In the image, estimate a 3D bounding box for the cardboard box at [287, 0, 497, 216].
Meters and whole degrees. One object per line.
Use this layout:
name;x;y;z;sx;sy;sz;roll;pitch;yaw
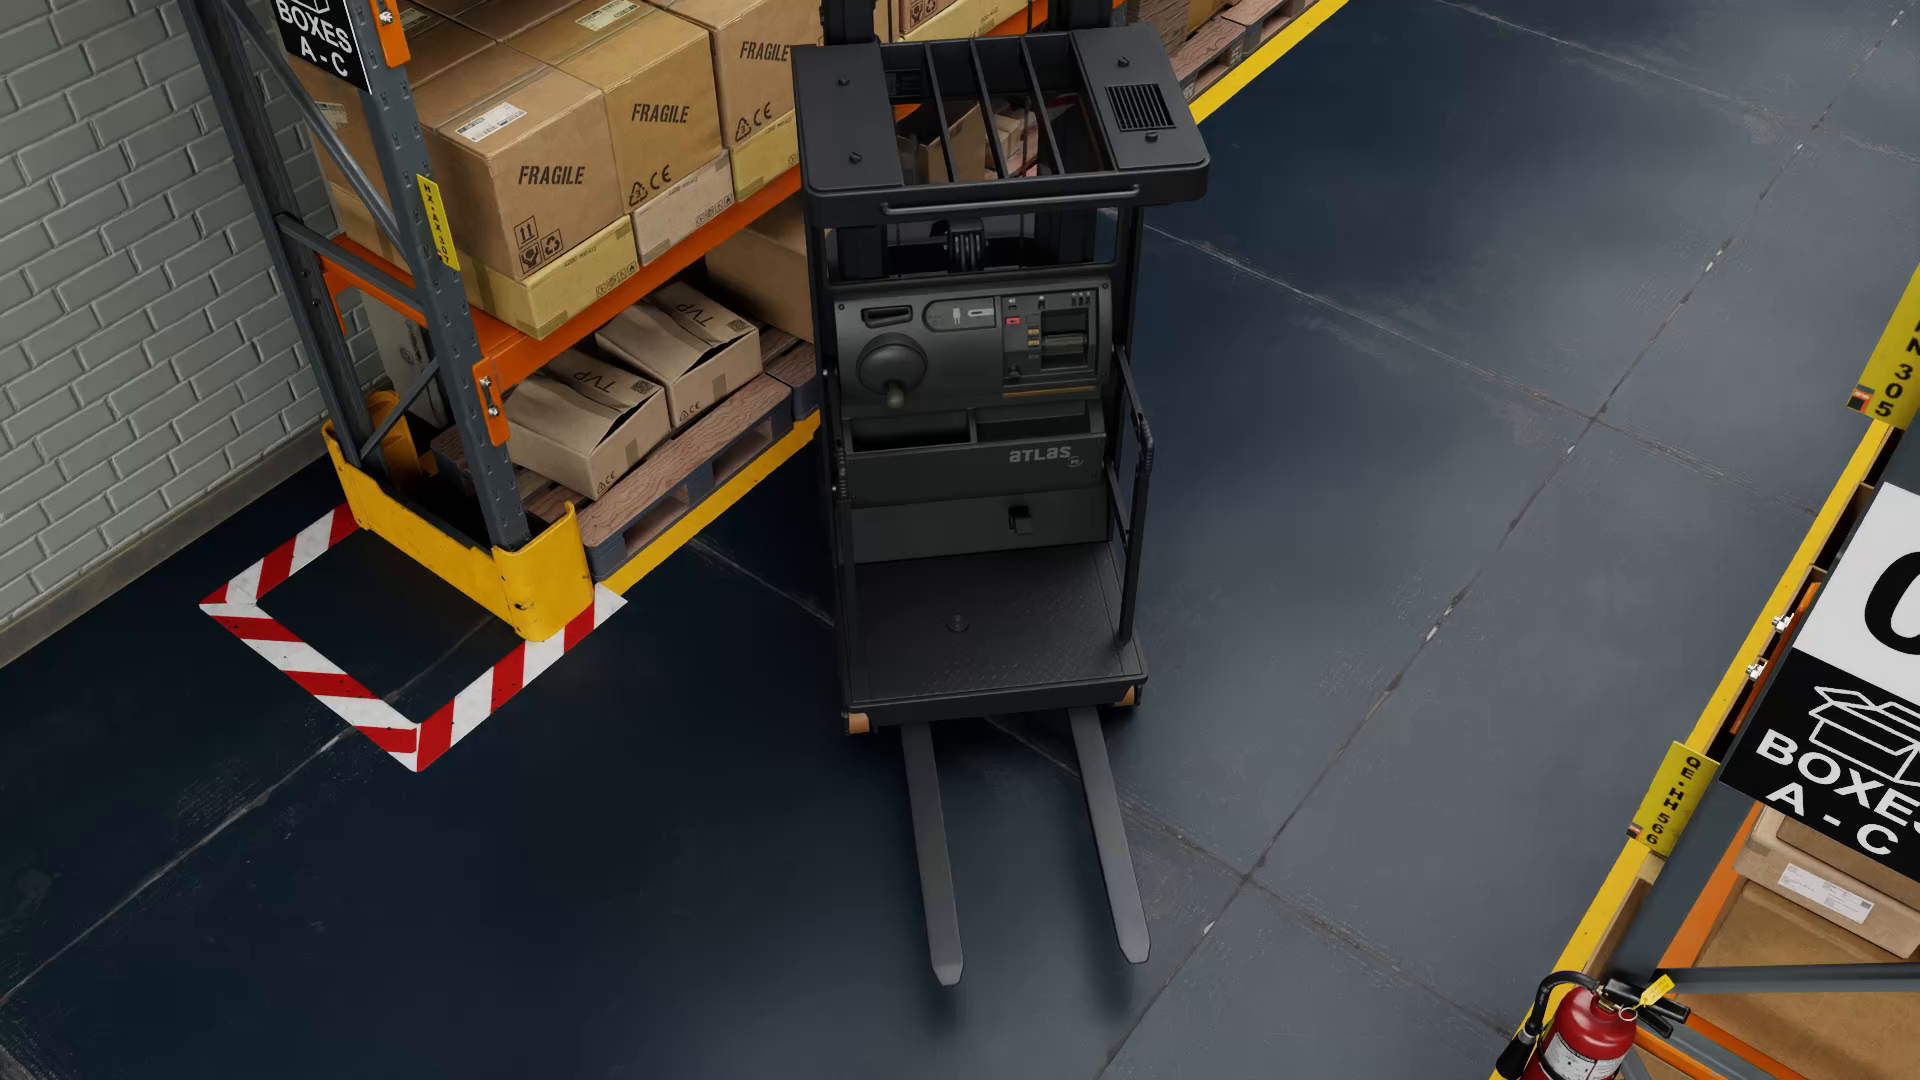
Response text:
cardboard box;-1.937;-1.506;5.850;0.500;0.500;0.500;29;53;25

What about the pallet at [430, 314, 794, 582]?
pallet;-1.486;-0.458;7.206;1.003;0.211;1.213;29;53;25

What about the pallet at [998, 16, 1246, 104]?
pallet;0.863;-2.700;9.348;1.003;0.211;1.213;29;53;25

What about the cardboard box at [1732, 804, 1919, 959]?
cardboard box;1.948;0.698;3.656;0.380;0.149;0.250;28;53;24

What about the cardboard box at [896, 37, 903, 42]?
cardboard box;-0.574;-1.903;6.748;0.500;0.250;0.500;30;53;25

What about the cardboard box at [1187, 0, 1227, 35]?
cardboard box;1.101;-3.252;9.371;0.700;0.500;0.500;28;52;24

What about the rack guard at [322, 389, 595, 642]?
rack guard;-2.011;-0.108;6.673;1.175;0.500;0.348;29;53;25

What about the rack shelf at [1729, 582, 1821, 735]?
rack shelf;3.088;-0.673;3.906;1.077;0.370;4.000;29;53;25

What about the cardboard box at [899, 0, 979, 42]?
cardboard box;-0.268;-2.191;7.023;0.500;0.250;0.500;29;53;25

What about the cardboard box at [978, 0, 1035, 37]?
cardboard box;0.027;-2.486;7.305;0.500;0.250;0.500;29;53;25

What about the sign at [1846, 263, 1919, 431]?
sign;1.444;-0.303;2.498;0.100;0.325;0.005;29;53;25

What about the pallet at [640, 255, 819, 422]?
pallet;-0.740;-1.153;7.870;1.003;0.211;1.213;29;53;25

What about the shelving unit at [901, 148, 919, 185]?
shelving unit;-0.294;-1.112;7.146;0.258;1.200;0.189;-5;47;-4

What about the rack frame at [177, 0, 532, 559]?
rack frame;-2.057;-0.928;5.727;1.000;3.000;0.127;29;53;25

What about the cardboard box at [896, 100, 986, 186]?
cardboard box;-0.215;-1.894;8.074;0.500;0.500;0.500;25;51;22

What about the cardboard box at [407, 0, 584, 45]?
cardboard box;-1.622;-1.790;6.121;0.500;0.500;0.500;30;53;25

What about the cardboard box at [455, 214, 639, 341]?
cardboard box;-1.508;-1.022;5.907;0.500;0.250;0.500;28;52;24

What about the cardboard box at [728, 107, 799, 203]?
cardboard box;-0.885;-1.615;6.473;0.500;0.250;0.500;28;53;24

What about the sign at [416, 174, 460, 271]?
sign;-1.628;-0.988;5.185;0.100;0.325;0.005;29;53;25

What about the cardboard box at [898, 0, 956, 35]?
cardboard box;-0.273;-2.453;6.754;0.500;0.500;0.500;28;52;24

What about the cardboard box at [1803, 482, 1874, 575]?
cardboard box;3.168;0.216;5.727;0.500;0.500;0.500;29;53;25

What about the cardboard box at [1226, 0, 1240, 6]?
cardboard box;1.445;-3.526;9.633;0.700;0.500;0.500;30;53;25

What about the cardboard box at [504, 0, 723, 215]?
cardboard box;-1.217;-1.561;5.903;0.500;0.500;0.500;29;53;25

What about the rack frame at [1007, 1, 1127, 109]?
rack frame;0.388;-3.217;7.914;1.000;3.000;0.127;29;53;25

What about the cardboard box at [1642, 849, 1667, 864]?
cardboard box;2.560;1.048;5.450;0.500;0.250;0.500;29;53;25

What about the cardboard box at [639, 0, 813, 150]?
cardboard box;-0.897;-1.854;6.183;0.500;0.500;0.500;28;52;24

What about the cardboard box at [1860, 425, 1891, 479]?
cardboard box;3.779;-0.357;6.274;0.500;0.500;0.500;29;53;25

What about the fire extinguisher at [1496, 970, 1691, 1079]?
fire extinguisher;1.425;1.149;3.797;0.296;0.674;0.183;29;53;25

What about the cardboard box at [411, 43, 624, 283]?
cardboard box;-1.527;-1.283;5.637;0.500;0.500;0.500;29;53;25

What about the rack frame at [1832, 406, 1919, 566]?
rack frame;1.865;-0.813;1.468;1.000;3.000;0.127;29;53;25

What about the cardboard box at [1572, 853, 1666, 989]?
cardboard box;2.255;1.335;5.176;0.500;0.250;0.500;29;53;25

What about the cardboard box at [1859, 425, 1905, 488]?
cardboard box;3.480;-0.067;5.997;0.500;0.500;0.500;29;53;25

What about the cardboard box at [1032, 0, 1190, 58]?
cardboard box;0.825;-2.934;9.068;0.700;0.500;0.500;31;54;26

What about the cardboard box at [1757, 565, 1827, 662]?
cardboard box;2.864;0.503;5.453;0.500;0.500;0.500;29;53;25

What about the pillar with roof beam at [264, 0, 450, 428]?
pillar with roof beam;1.093;-1.880;2.488;9.100;9.000;0.400;29;53;25

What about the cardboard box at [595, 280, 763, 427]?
cardboard box;-1.214;-0.834;7.192;0.500;0.311;0.500;34;55;28

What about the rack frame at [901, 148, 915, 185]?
rack frame;-0.305;-1.178;7.208;0.240;1.200;0.006;-5;47;-4

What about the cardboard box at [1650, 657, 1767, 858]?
cardboard box;2.557;0.788;5.180;0.500;0.500;0.500;29;53;25

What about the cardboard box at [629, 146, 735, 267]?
cardboard box;-1.201;-1.326;6.197;0.500;0.250;0.500;28;52;24

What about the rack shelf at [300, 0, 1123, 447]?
rack shelf;-0.834;-1.824;7.080;1.077;0.370;4.000;29;53;25

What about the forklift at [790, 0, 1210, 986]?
forklift;0.079;-0.565;5.427;1.130;2.935;3.031;-5;47;-5

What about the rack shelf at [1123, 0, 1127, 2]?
rack shelf;1.611;-4.113;9.267;1.077;0.370;4.000;29;53;25

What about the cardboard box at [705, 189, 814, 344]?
cardboard box;-0.726;-1.297;7.504;0.700;0.500;0.500;26;52;23

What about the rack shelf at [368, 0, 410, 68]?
rack shelf;-0.834;-2.860;5.996;1.077;0.370;4.000;29;53;25

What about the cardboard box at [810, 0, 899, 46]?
cardboard box;-0.590;-2.155;6.470;0.500;0.500;0.500;31;54;26

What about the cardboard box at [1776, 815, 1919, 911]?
cardboard box;2.193;0.485;3.411;0.700;0.500;0.500;29;53;25

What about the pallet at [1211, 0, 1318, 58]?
pallet;1.609;-3.401;10.018;1.003;0.211;1.213;29;53;25

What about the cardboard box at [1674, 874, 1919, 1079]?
cardboard box;2.161;0.964;3.851;0.700;0.500;0.500;29;53;25

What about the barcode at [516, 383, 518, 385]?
barcode;-1.868;-0.698;7.056;0.001;0.075;0.075;29;53;25

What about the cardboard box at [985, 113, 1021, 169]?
cardboard box;0.085;-2.071;8.474;0.380;0.166;0.250;23;50;20

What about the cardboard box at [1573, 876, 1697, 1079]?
cardboard box;1.957;1.367;4.627;0.500;0.500;0.500;29;53;25

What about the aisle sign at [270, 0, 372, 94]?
aisle sign;-1.864;-1.653;4.621;0.394;0.787;0.004;29;53;25

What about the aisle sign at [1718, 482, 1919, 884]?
aisle sign;1.592;0.269;2.785;0.394;0.787;0.004;29;53;25

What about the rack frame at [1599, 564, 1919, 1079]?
rack frame;1.865;1.260;3.637;1.000;3.000;0.127;29;53;25

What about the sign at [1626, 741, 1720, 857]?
sign;1.444;0.530;3.370;0.100;0.325;0.005;29;53;25

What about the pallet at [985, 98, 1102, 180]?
pallet;0.006;-1.854;8.540;1.003;0.211;1.213;29;53;25

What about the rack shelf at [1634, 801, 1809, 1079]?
rack shelf;3.088;0.364;4.990;1.077;0.370;4.000;29;53;25

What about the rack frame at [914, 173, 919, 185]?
rack frame;-0.284;-1.046;7.084;0.240;1.200;0.006;-5;47;-4

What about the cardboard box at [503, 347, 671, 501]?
cardboard box;-1.563;-0.508;6.880;0.500;0.311;0.500;24;51;21

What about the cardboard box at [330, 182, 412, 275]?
cardboard box;-1.925;-1.237;6.111;0.500;0.250;0.500;30;53;25
